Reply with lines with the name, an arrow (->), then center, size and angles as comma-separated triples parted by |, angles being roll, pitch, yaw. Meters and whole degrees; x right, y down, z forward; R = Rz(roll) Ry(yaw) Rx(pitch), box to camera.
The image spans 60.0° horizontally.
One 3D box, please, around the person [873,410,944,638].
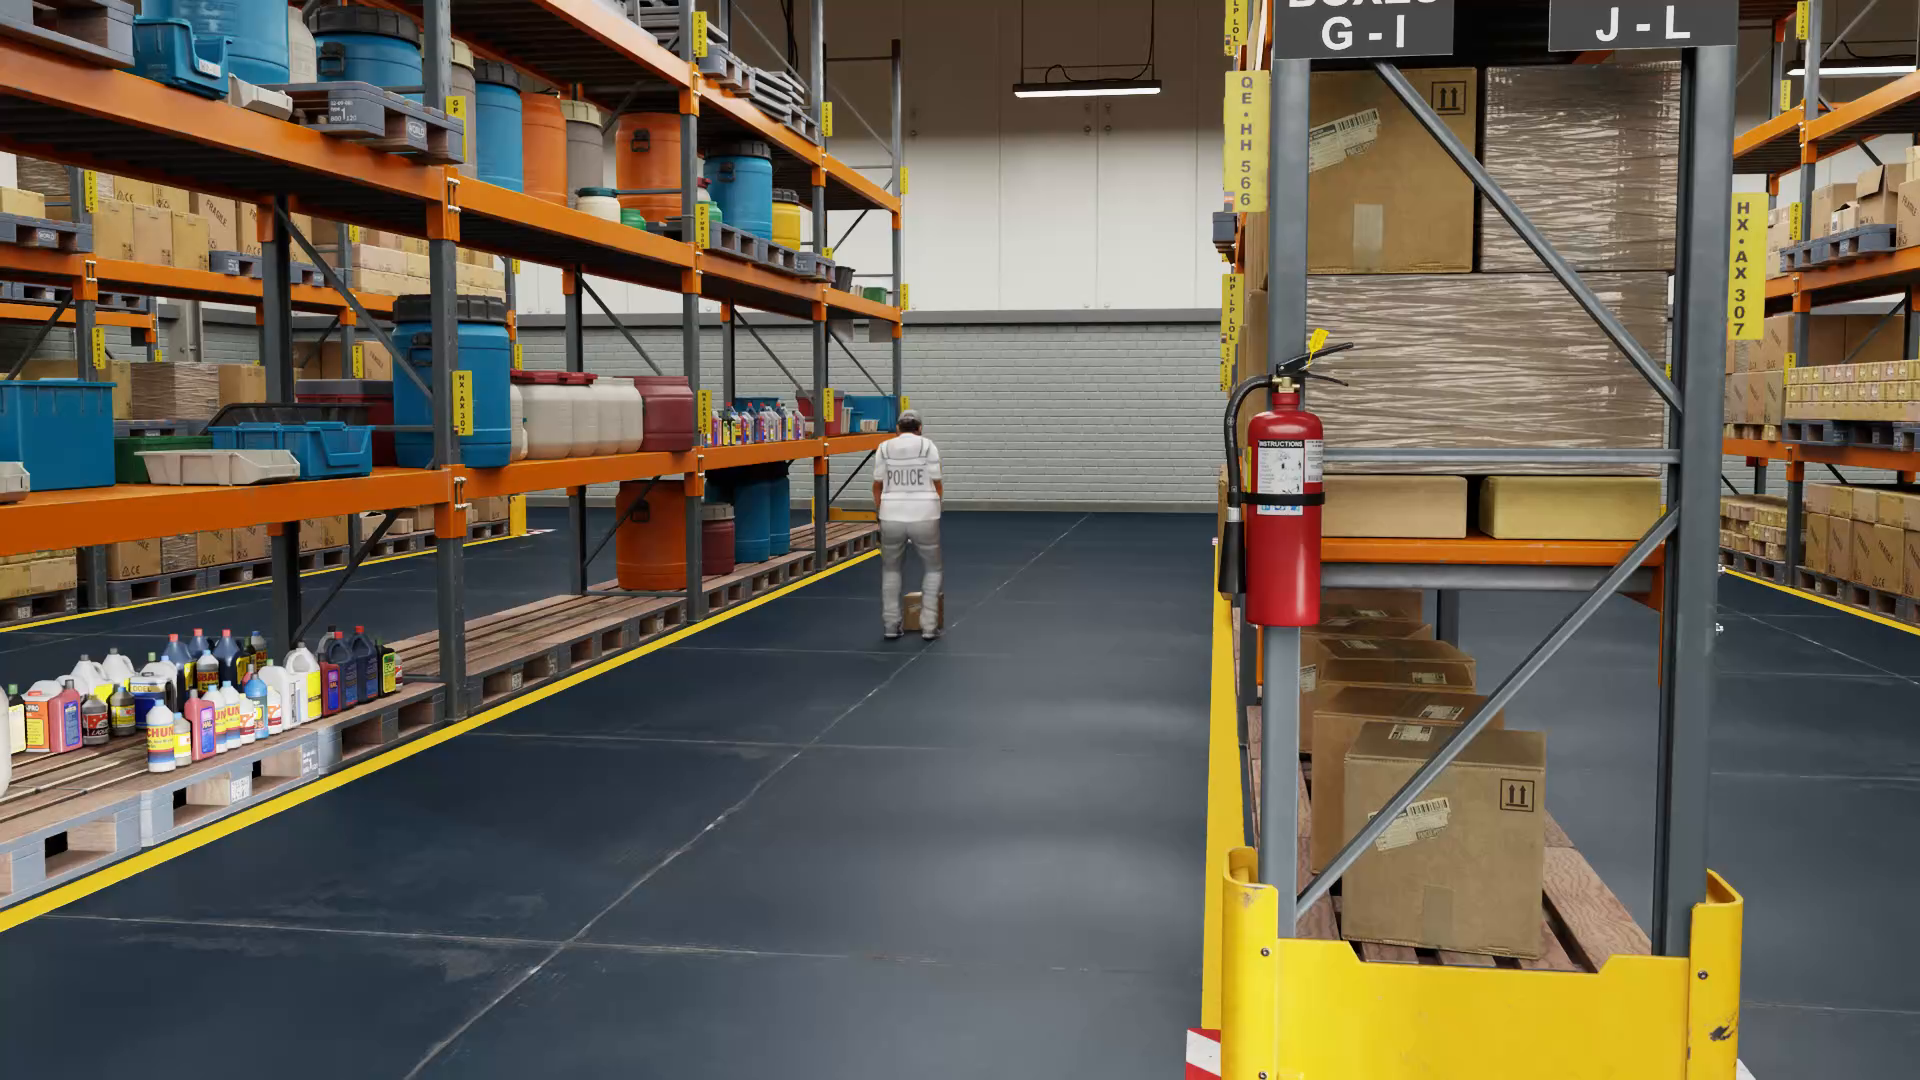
person -> -0.368, -0.108, 11.676 | 0.500, 1.611, 0.496 | 1, 5, 10
